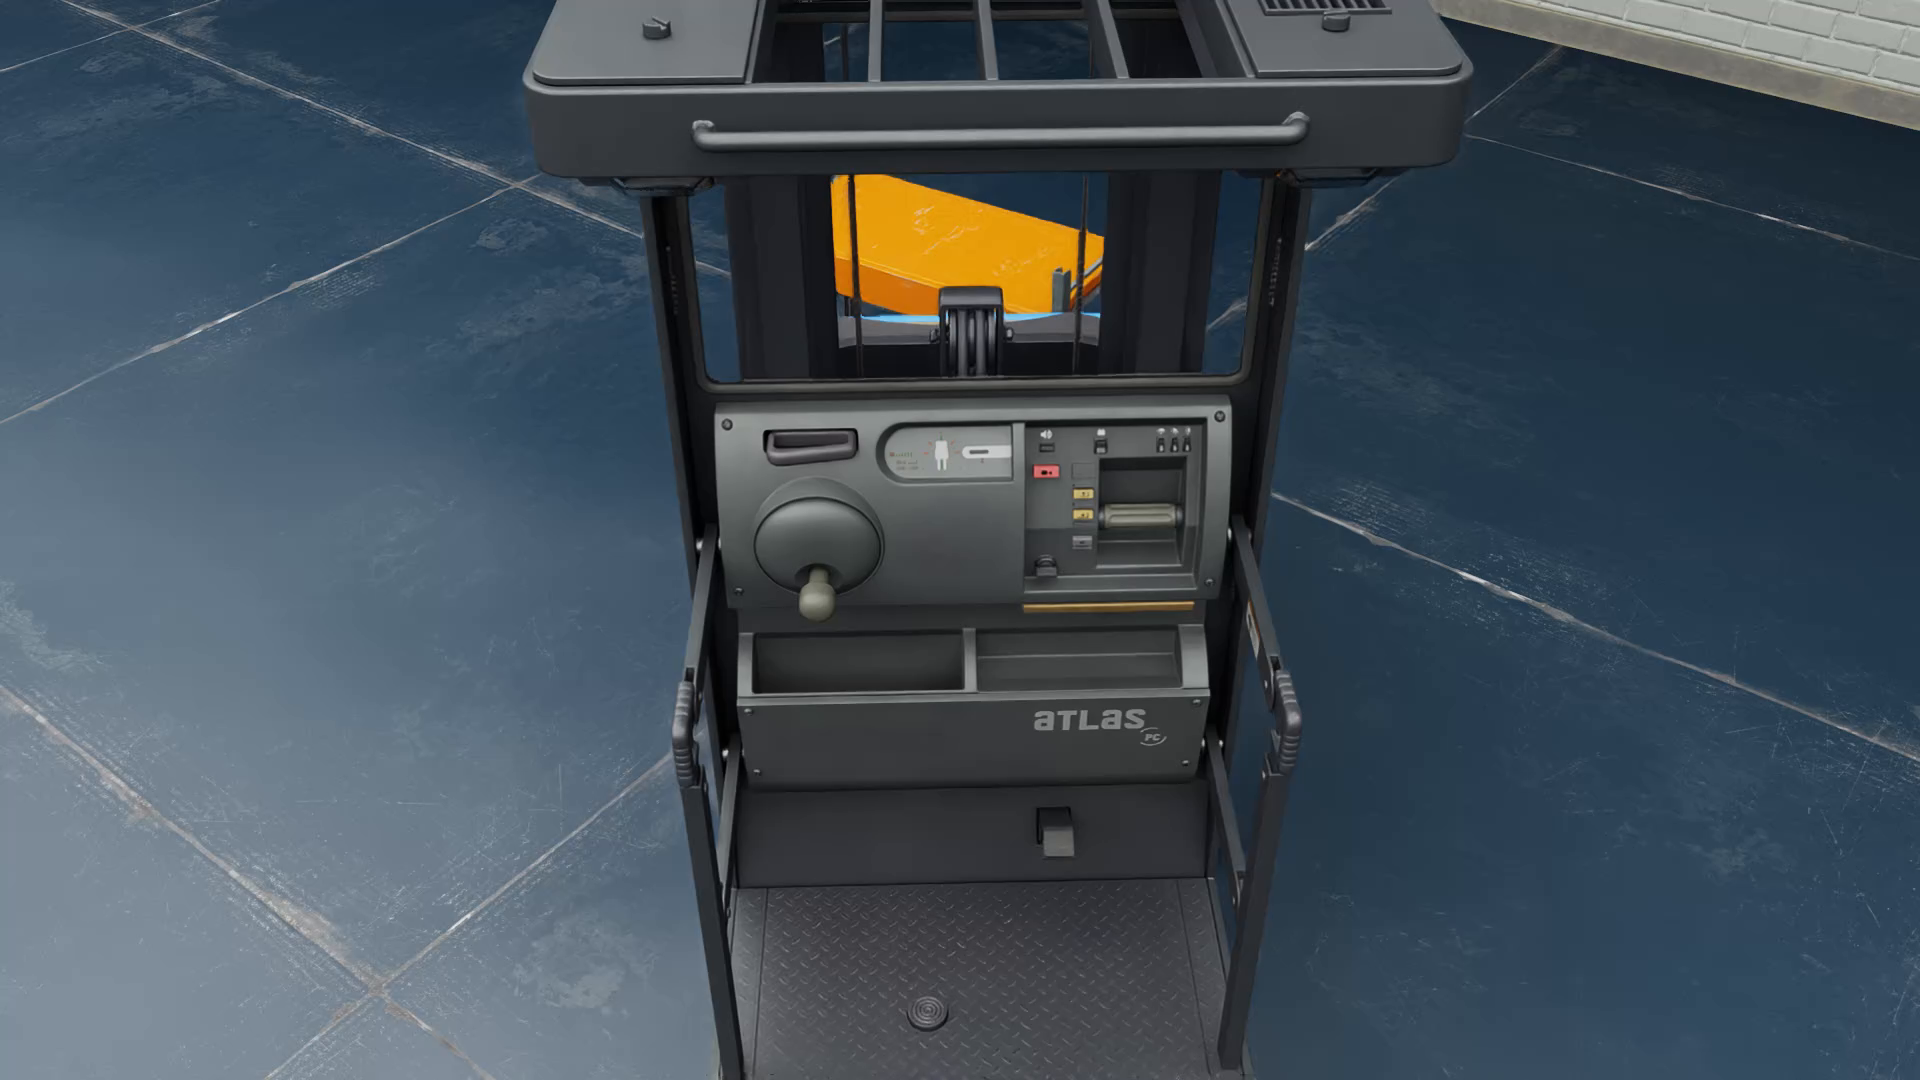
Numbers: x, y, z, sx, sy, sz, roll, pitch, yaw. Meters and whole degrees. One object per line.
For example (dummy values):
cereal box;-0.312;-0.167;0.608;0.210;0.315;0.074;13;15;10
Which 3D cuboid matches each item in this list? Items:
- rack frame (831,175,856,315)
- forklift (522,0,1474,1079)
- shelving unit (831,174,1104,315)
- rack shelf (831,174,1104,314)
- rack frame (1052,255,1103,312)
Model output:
rack frame;-0.481;-0.710;5.245;0.032;1.125;0.500;21;43;24
forklift;0.035;0.015;2.853;1.130;2.935;3.031;-1;38;-1
shelving unit;-0.048;-0.546;5.035;1.048;1.125;0.538;21;43;24
rack shelf;-0.048;-0.777;4.855;1.000;0.278;0.538;21;43;24
rack frame;0.386;-0.382;4.825;0.032;1.125;0.500;21;43;24
